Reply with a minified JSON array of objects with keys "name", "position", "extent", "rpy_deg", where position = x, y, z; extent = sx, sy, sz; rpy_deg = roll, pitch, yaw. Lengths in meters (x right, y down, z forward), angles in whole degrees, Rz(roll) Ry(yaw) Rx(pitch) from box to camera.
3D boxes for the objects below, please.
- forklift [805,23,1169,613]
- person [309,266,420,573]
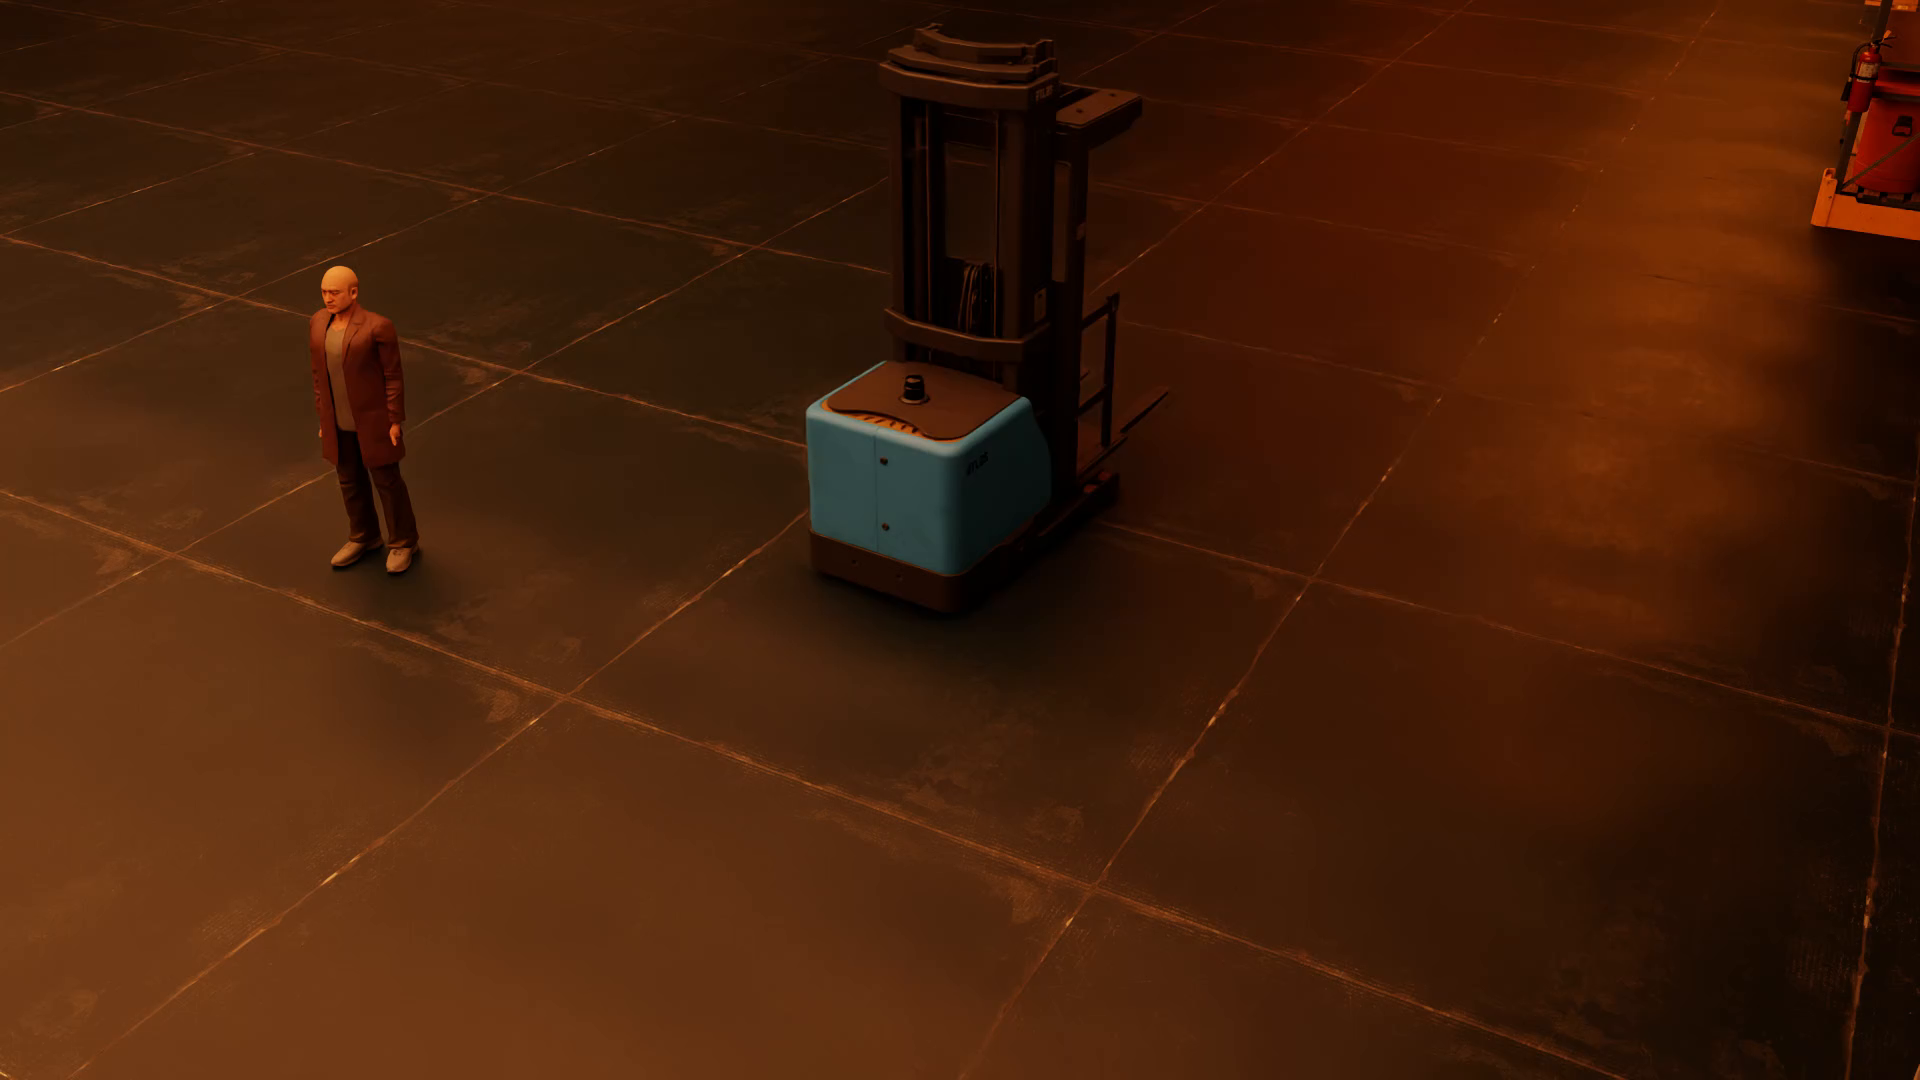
[{"name":"forklift","position":[0.341,-1.563,9.778],"extent":[1.130,2.935,3.031],"rpy_deg":[17,34,27]},{"name":"person","position":[-3.400,-0.667,9.379],"extent":[0.546,1.781,0.398],"rpy_deg":[7,31,11]}]
